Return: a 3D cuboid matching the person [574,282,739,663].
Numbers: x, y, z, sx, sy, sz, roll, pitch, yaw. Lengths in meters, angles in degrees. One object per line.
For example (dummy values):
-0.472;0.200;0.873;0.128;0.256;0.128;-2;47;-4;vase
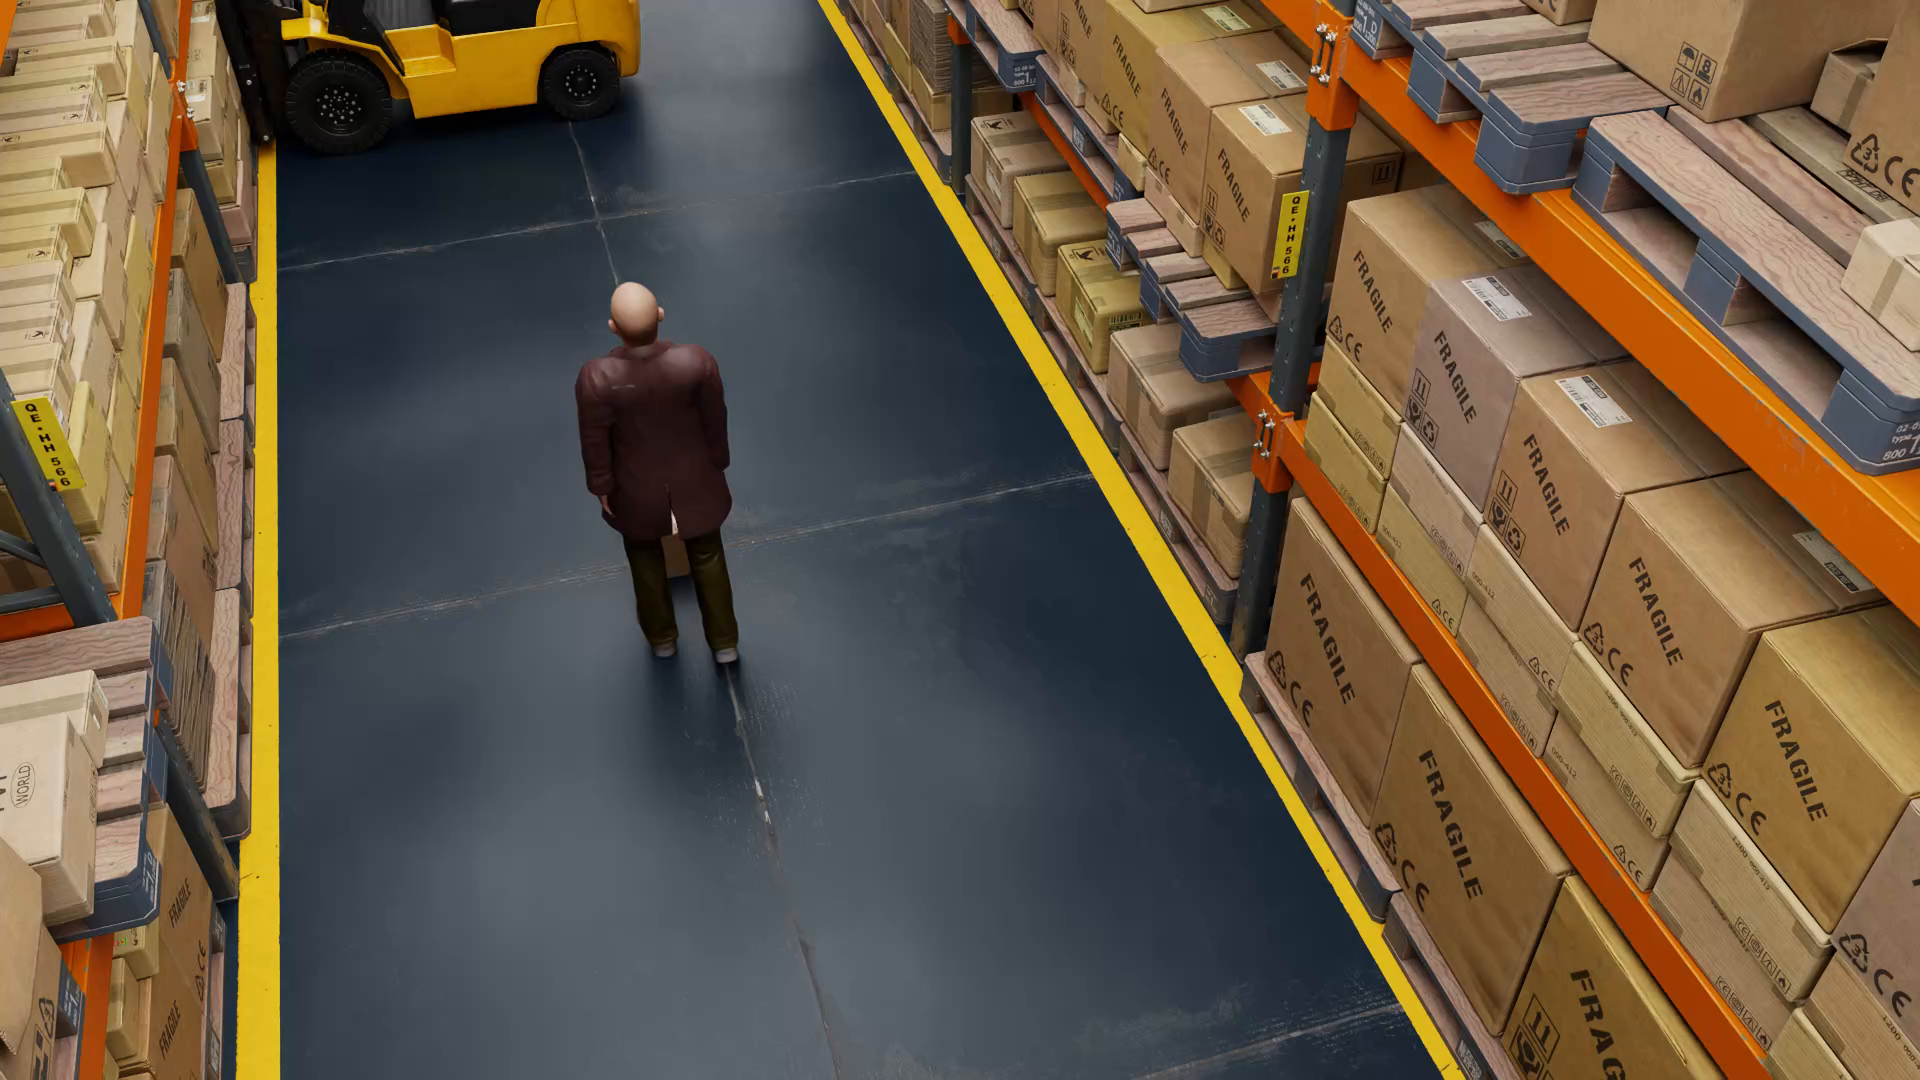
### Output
-1.166;-0.237;6.478;0.565;1.816;0.506;-11;43;-12;person
